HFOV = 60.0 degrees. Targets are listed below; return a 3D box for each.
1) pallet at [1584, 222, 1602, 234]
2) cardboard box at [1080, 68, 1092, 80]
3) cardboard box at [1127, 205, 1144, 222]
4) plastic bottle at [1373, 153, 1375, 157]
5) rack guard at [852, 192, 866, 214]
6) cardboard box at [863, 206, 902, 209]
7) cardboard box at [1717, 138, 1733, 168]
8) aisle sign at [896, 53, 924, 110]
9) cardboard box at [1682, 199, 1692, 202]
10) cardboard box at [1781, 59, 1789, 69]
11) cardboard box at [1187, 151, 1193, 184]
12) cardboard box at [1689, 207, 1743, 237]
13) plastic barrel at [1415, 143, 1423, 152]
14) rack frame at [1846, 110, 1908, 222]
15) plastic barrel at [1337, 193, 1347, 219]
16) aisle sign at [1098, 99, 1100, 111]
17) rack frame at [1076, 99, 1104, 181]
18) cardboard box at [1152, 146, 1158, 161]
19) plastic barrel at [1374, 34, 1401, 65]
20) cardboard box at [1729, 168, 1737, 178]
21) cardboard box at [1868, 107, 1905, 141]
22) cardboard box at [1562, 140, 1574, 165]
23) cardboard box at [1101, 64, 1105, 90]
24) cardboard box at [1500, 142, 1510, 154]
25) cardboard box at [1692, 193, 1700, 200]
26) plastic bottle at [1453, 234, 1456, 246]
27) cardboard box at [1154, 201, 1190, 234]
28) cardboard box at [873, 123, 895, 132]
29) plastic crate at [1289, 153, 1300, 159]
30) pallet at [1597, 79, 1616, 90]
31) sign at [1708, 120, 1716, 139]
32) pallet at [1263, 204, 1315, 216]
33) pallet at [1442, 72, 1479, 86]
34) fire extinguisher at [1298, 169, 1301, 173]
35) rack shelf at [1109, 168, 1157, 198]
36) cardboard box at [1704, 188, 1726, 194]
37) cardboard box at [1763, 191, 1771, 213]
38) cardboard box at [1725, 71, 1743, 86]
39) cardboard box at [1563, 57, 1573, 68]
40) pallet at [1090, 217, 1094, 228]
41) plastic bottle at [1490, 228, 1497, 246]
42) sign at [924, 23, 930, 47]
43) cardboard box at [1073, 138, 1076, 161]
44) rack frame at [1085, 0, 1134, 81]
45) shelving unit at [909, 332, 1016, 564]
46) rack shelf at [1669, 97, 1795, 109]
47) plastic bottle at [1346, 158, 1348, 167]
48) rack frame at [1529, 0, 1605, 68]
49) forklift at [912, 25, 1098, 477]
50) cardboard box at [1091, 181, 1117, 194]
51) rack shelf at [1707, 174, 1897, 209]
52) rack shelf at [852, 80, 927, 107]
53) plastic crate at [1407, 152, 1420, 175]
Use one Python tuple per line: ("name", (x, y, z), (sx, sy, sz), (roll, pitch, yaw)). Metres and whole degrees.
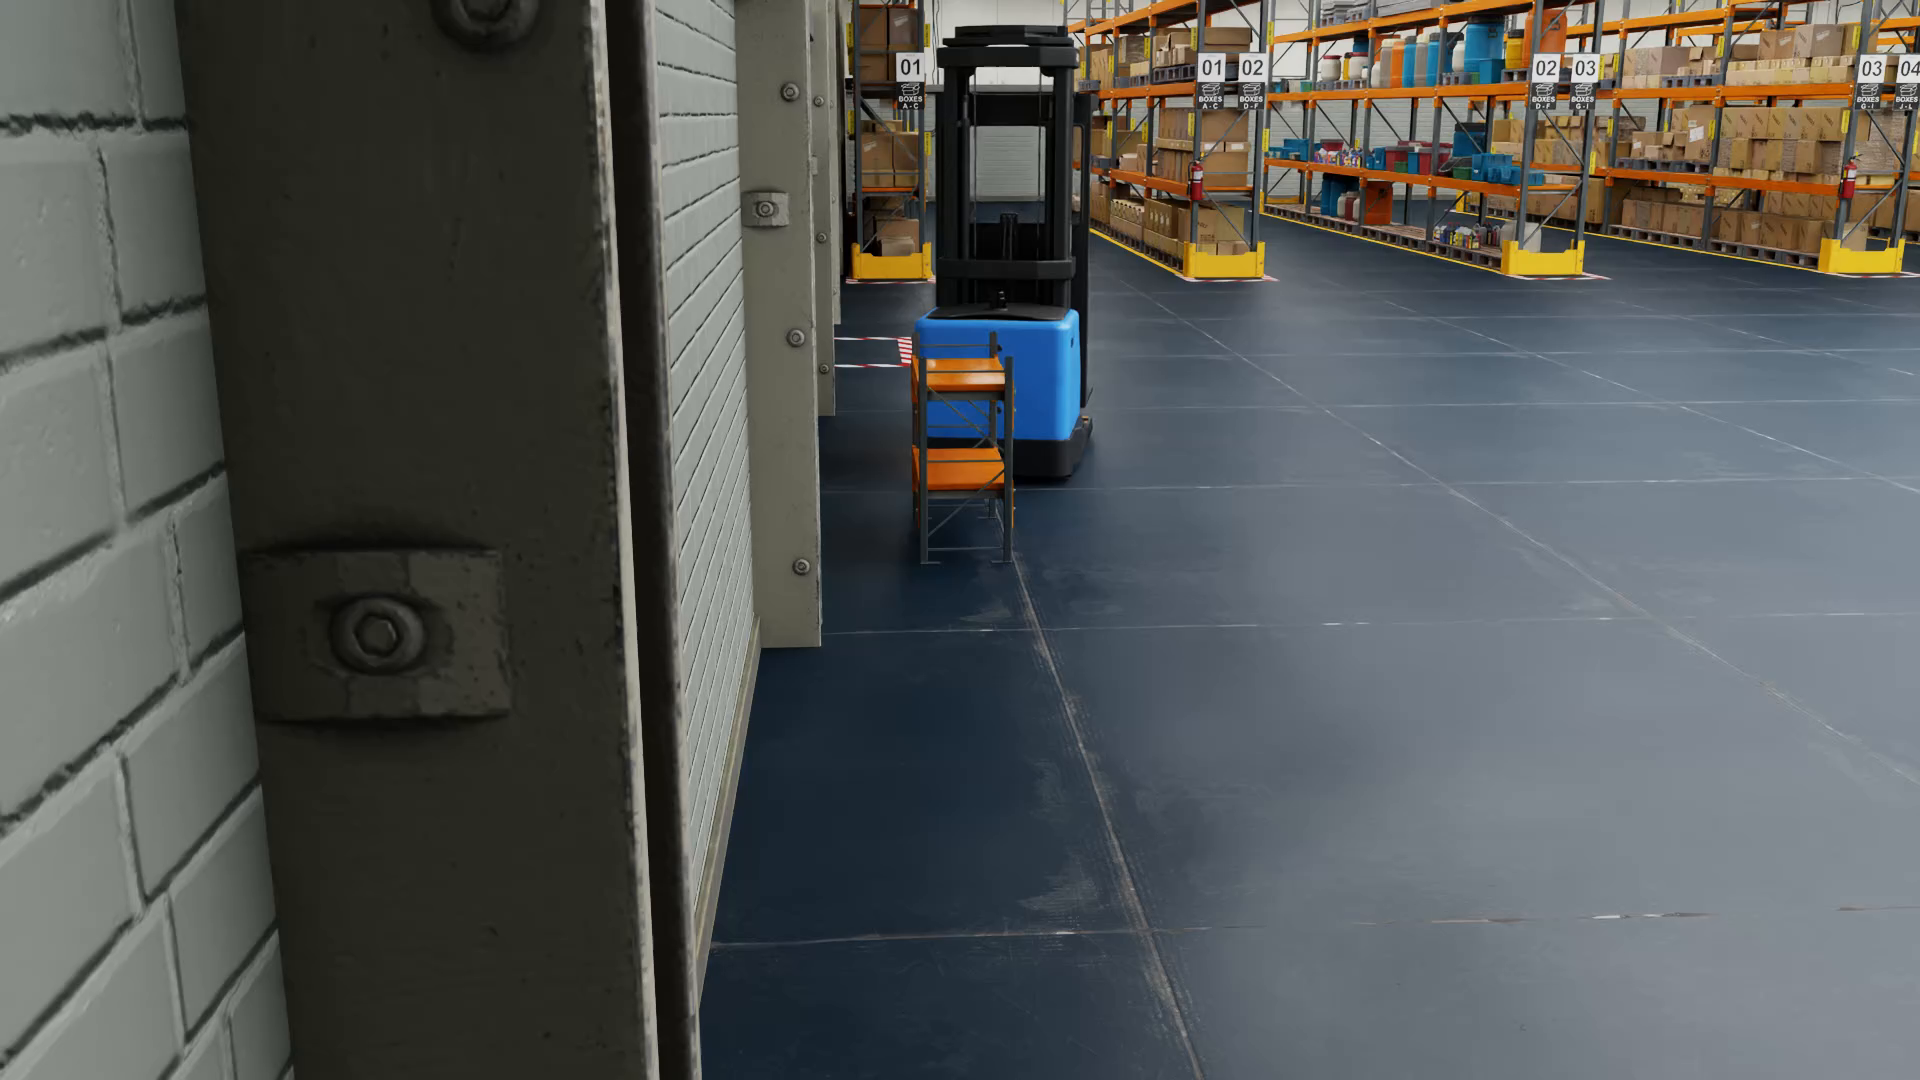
("pallet", (13.348, -6.393, 33.948), (1.003, 0.211, 1.213), (-1, 14, -3))
("cardboard box", (2.885, -10.128, 36.146), (0.500, 0.250, 0.500), (-1, 14, -3))
("cardboard box", (3.304, -5.892, 29.957), (0.500, 0.311, 0.500), (-1, 14, -4))
("plastic bottle", (8.588, -7.867, 34.331), (0.152, 0.276, 0.135), (-1, 14, -3))
("rack guard", (-2.007, -8.101, 40.010), (1.175, 0.500, 0.348), (-1, 14, -3))
("cardboard box", (-1.398, -5.762, 30.035), (0.700, 0.500, 0.500), (-1, 14, -3))
("cardboard box", (13.536, -6.631, 28.480), (0.875, 0.500, 0.500), (-1, 14, -3))
("aisle sign", (-0.710, -6.573, 23.834), (0.394, 0.787, 0.004), (-1, 14, -3))
("cardboard box", (17.522, -8.084, 39.803), (0.380, 0.149, 0.250), (-1, 14, -3))
("cardboard box", (13.450, -7.651, 26.725), (0.380, 0.149, 0.250), (-1, 14, -2))
("cardboard box", (3.876, -5.699, 25.458), (0.700, 0.500, 0.500), (-1, 14, -2))
("cardboard box", (13.553, -5.707, 29.819), (0.700, 0.500, 0.500), (-2, 15, -8))
("plastic barrel", (8.681, -7.166, 31.134), (0.421, 0.512, 0.421), (0, 14, 0))
("rack frame", (18.278, -7.597, 33.034), (1.000, 3.000, 0.127), (-1, 14, -3))
("plastic barrel", (8.137, -7.009, 34.899), (0.421, 0.512, 0.421), (0, 14, 0))
("aisle sign", (3.240, -10.664, 39.737), (0.394, 0.787, 0.004), (-1, 14, -3))
("rack frame", (2.938, -9.383, 39.976), (1.000, 3.000, 0.127), (-1, 14, -3))
("cardboard box", (3.618, -6.770, 29.617), (0.500, 0.500, 0.500), (0, 14, 1))
("plastic barrel", (8.346, -9.475, 32.606), (0.600, 0.830, 0.708), (-1, 14, -3))
("cardboard box", (13.328, -6.247, 28.291), (0.380, 0.149, 0.250), (-1, 14, -3))
("cardboard box", (14.055, -6.374, 25.475), (0.500, 0.500, 0.500), (-1, 14, -3))
("cardboard box", (12.953, -8.093, 34.760), (0.500, 0.500, 0.500), (-1, 14, -2))
("cardboard box", (3.310, -9.259, 33.273), (0.910, 0.500, 0.500), (-1, 14, -3))
("cardboard box", (12.718, -8.973, 38.087), (0.500, 0.250, 0.500), (-1, 14, -2))
("cardboard box", (17.642, -8.161, 39.506), (0.380, 0.149, 0.250), (-2, 15, -6))
("plastic bottle", (8.268, -5.008, 27.702), (0.097, 0.201, 0.097), (0, 14, 0))
("cardboard box", (3.460, -5.265, 27.140), (0.500, 0.500, 0.500), (-1, 14, -3))
("cardboard box", (-1.424, -7.727, 31.153), (0.380, 0.149, 0.250), (-3, 15, -13))
("plastic crate", (7.722, -8.794, 38.094), (0.293, 0.136, 0.466), (-1, 14, -3))
("pallet", (13.229, -9.066, 33.103), (1.213, 0.211, 1.003), (0, 14, -1))
("sign", (13.016, -7.102, 28.787), (0.100, 0.325, 0.005), (-1, 14, -3))
("pallet", (7.895, -7.903, 39.818), (1.003, 0.211, 1.213), (-1, 14, -3))
("pallet", (8.768, -7.658, 27.629), (1.213, 0.211, 1.003), (-1, 14, -3))
("fire extinguisher", (8.327, -9.285, 40.499), (0.296, 0.674, 0.183), (-1, 14, -3))
("rack shelf", (3.558, -6.548, 30.400), (1.077, 0.370, 4.000), (-1, 14, -3))
("cardboard box", (17.688, -8.174, 38.961), (0.380, 0.149, 0.250), (-1, 14, -3))
("cardboard box", (17.812, -7.397, 36.430), (0.500, 0.500, 0.500), (0, 14, -1))
("cardboard box", (13.342, -7.815, 28.162), (0.500, 0.250, 0.500), (-1, 15, -6))
("cardboard box", (13.120, -10.101, 35.702), (0.700, 0.500, 0.500), (-1, 14, -2))
("pallet", (3.274, -6.836, 35.673), (1.003, 0.211, 1.213), (-1, 14, -3))
("plastic bottle", (8.885, -5.046, 27.687), (0.061, 0.283, 0.133), (-1, 14, -3))
("sign", (-0.473, -7.211, 23.760), (0.100, 0.325, 0.005), (-1, 14, -3))
("cardboard box", (2.832, -8.813, 37.560), (0.500, 0.500, 0.500), (-1, 14, -2))
("rack frame", (3.186, -11.294, 35.362), (1.000, 3.000, 0.127), (-1, 14, -3))
("shelving unit", (0.000, -0.546, 9.393), (0.538, 1.125, 1.048), (-1, 14, -3))
("rack shelf", (17.907, -10.194, 38.550), (1.077, 0.370, 4.000), (-1, 14, -3))
("plastic bottle", (7.894, -7.675, 33.733), (0.097, 0.201, 0.097), (0, 14, 0))
("rack frame", (8.874, -8.385, 24.057), (1.000, 3.000, 0.127), (-1, 14, -3))
("forklift", (0.406, -2.148, 11.994), (1.130, 2.935, 3.031), (2, 15, 8))
("cardboard box", (3.035, -7.382, 34.824), (0.500, 0.250, 0.500), (-1, 14, -3))
("rack shelf", (13.693, -5.705, 27.124), (1.077, 0.370, 4.000), (-1, 14, -3))
("rack shelf", (-1.138, -6.929, 25.859), (1.077, 0.370, 4.000), (-1, 14, -3))
("plastic crate", (8.247, -6.736, 29.720), (0.392, 0.384, 0.575), (-1, 14, -3))
